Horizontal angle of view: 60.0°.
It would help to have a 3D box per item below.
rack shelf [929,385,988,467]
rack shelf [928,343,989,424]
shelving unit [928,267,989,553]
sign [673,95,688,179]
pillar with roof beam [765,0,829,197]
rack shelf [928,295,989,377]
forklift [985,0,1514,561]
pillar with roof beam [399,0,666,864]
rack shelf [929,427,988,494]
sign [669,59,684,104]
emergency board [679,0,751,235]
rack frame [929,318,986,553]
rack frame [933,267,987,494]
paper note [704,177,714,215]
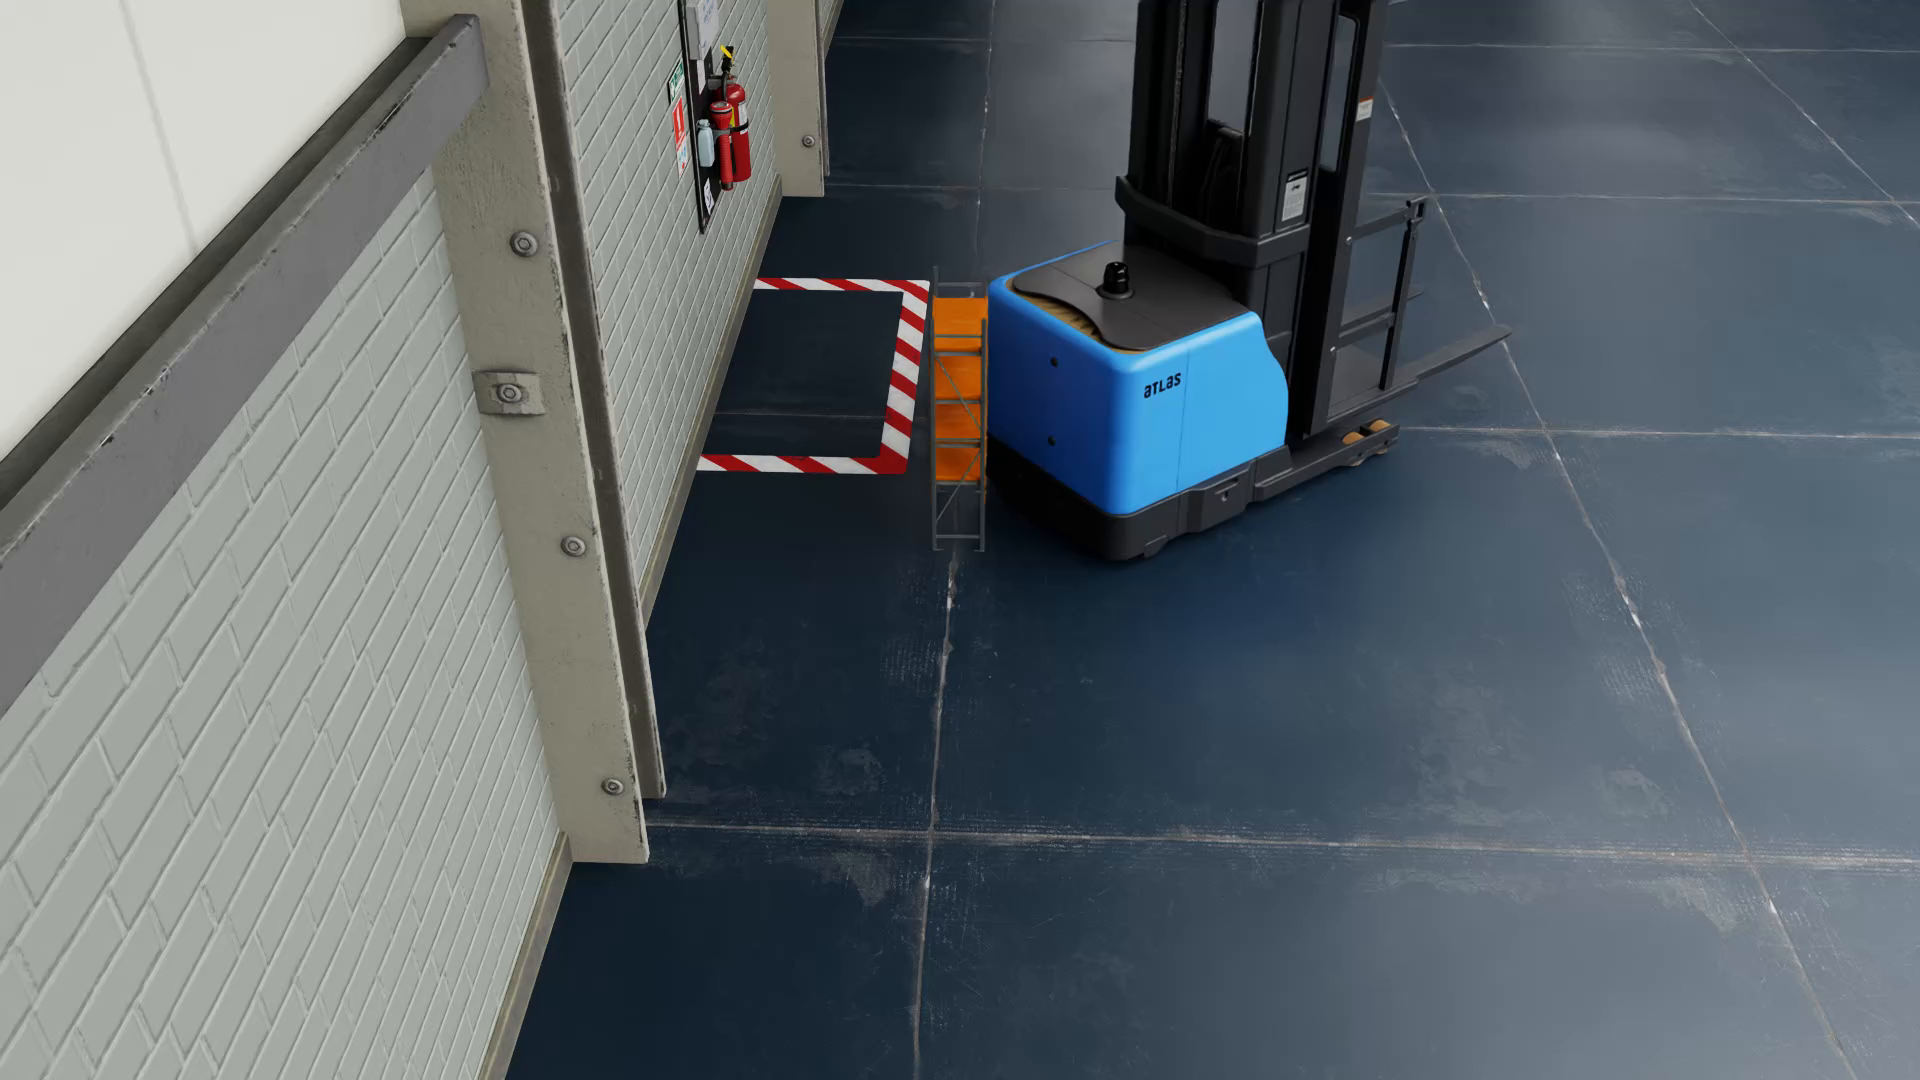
[{"bbox_3d":[-0.004,-0.524,7.569,0.258,0.148,0.480,1,35,1],"label":"rack shelf"},{"bbox_3d":[-0.004,-0.707,7.441,0.258,0.148,0.480,1,35,1],"label":"rack shelf"},{"bbox_3d":[-0.004,-0.579,7.531,0.258,1.200,0.503,1,35,1],"label":"shelving unit"},{"bbox_3d":[-1.312,-1.892,7.802,0.001,0.329,0.234,1,35,2],"label":"sign"},{"bbox_3d":[3.253,-5.966,8.413,9.100,9.000,0.400,1,35,2],"label":"pillar with roof beam"},{"bbox_3d":[-0.004,-0.901,7.305,0.258,0.148,0.480,1,35,1],"label":"rack shelf"},{"bbox_3d":[1.585,-1.786,7.742,3.031,2.935,1.130,-23,41,-29],"label":"forklift"},{"bbox_3d":[3.012,-2.519,3.508,9.100,9.000,0.400,1,35,2],"label":"pillar with roof beam"},{"bbox_3d":[-0.004,-0.362,7.683,0.258,0.148,0.480,1,35,1],"label":"rack shelf"},{"bbox_3d":[-1.302,-2.111,7.653,0.001,0.109,0.331,1,35,2],"label":"sign"},{"bbox_3d":[-1.186,-2.192,8.261,0.194,1.169,0.643,1,35,2],"label":"emergency board"},{"bbox_3d":[-0.009,-0.439,7.331,0.240,1.200,0.015,1,35,1],"label":"rack frame"},{"bbox_3d":[0.001,-0.719,7.730,0.240,1.200,0.015,1,35,1],"label":"rack frame"},{"bbox_3d":[-1.262,-1.732,8.372,0.016,0.148,0.142,1,35,2],"label":"paper note"}]
